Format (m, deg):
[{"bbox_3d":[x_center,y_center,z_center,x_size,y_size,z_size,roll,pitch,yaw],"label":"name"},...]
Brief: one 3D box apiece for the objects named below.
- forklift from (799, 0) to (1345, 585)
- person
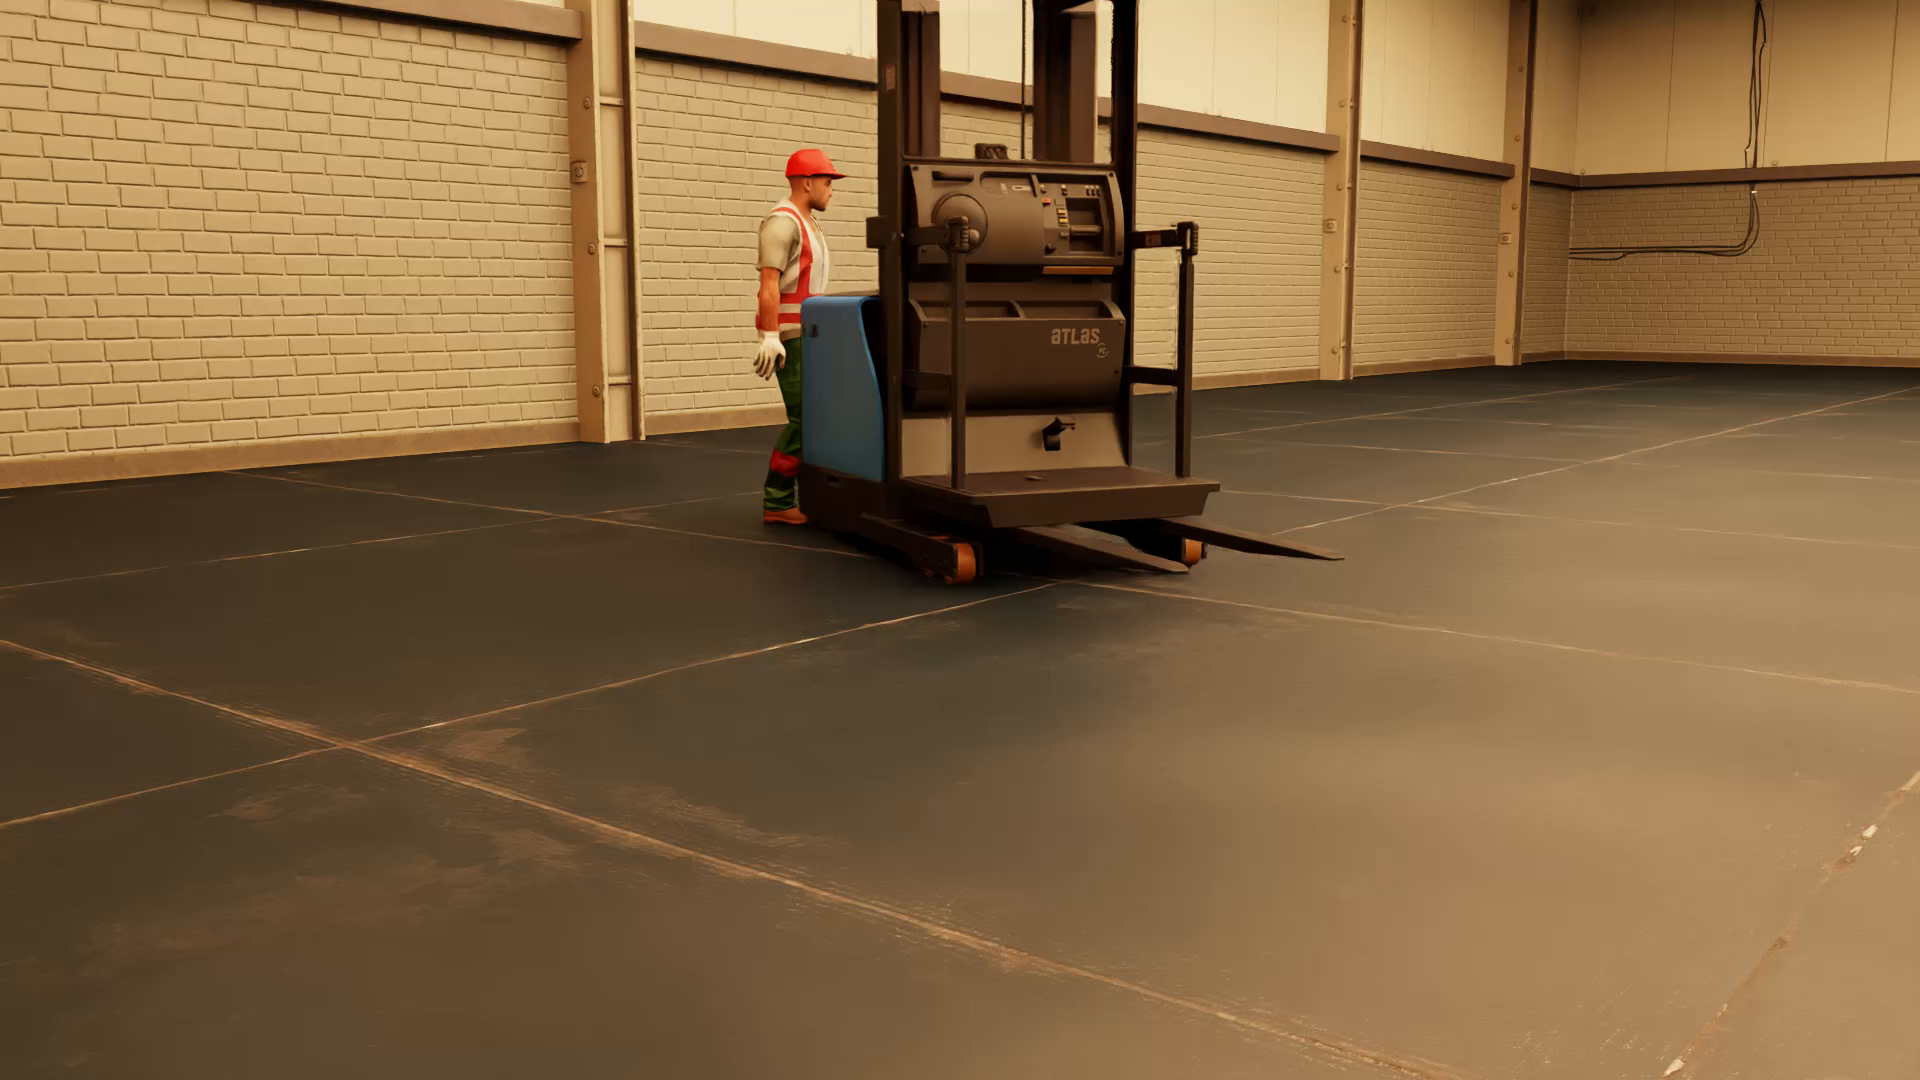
[{"bbox_3d":[0.328,-1.351,6.515,1.130,2.935,3.031,-4,9,-25],"label":"forklift"},{"bbox_3d":[-0.747,-0.962,7.914,0.413,1.757,0.805,1,8,8],"label":"person"}]
